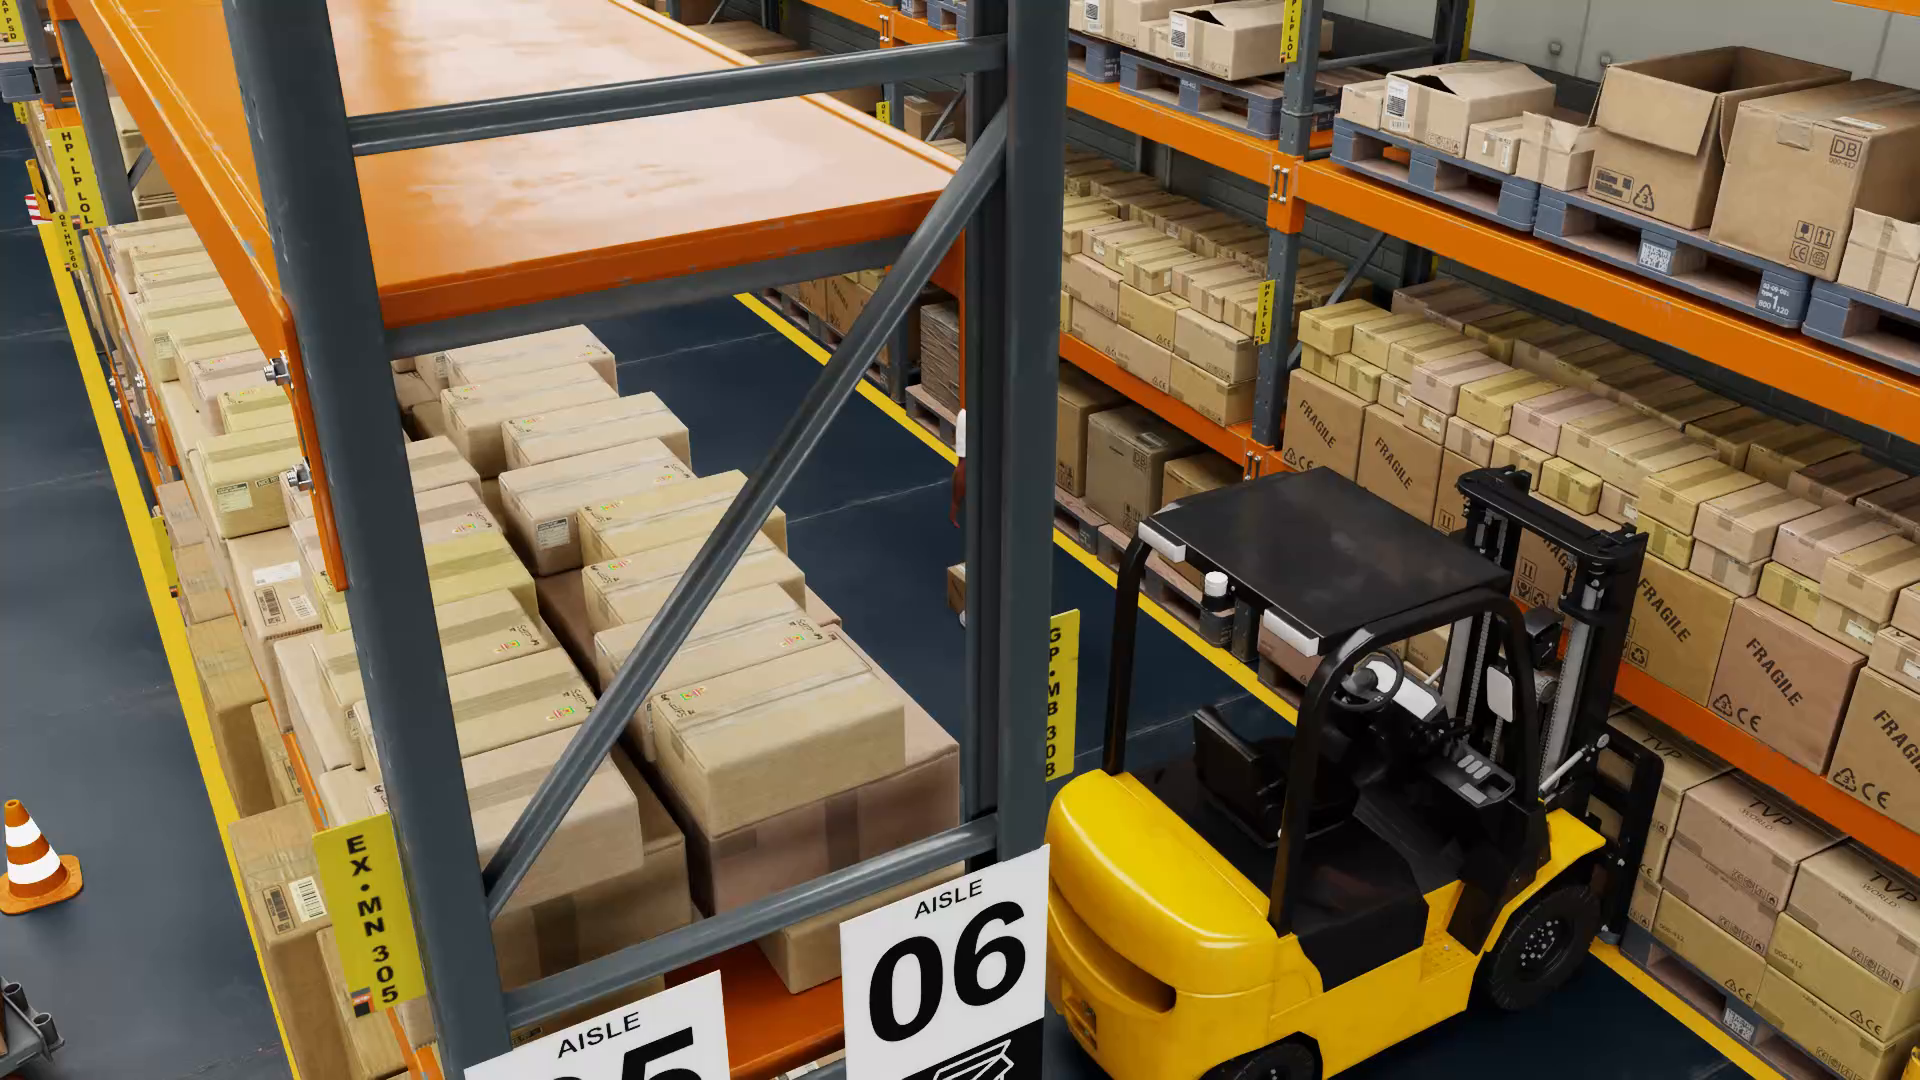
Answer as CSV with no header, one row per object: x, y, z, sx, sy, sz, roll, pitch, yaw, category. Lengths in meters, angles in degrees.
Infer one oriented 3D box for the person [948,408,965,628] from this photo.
0.213,-0.279,9.056,0.633,1.756,0.457,-18,33,-29,person
